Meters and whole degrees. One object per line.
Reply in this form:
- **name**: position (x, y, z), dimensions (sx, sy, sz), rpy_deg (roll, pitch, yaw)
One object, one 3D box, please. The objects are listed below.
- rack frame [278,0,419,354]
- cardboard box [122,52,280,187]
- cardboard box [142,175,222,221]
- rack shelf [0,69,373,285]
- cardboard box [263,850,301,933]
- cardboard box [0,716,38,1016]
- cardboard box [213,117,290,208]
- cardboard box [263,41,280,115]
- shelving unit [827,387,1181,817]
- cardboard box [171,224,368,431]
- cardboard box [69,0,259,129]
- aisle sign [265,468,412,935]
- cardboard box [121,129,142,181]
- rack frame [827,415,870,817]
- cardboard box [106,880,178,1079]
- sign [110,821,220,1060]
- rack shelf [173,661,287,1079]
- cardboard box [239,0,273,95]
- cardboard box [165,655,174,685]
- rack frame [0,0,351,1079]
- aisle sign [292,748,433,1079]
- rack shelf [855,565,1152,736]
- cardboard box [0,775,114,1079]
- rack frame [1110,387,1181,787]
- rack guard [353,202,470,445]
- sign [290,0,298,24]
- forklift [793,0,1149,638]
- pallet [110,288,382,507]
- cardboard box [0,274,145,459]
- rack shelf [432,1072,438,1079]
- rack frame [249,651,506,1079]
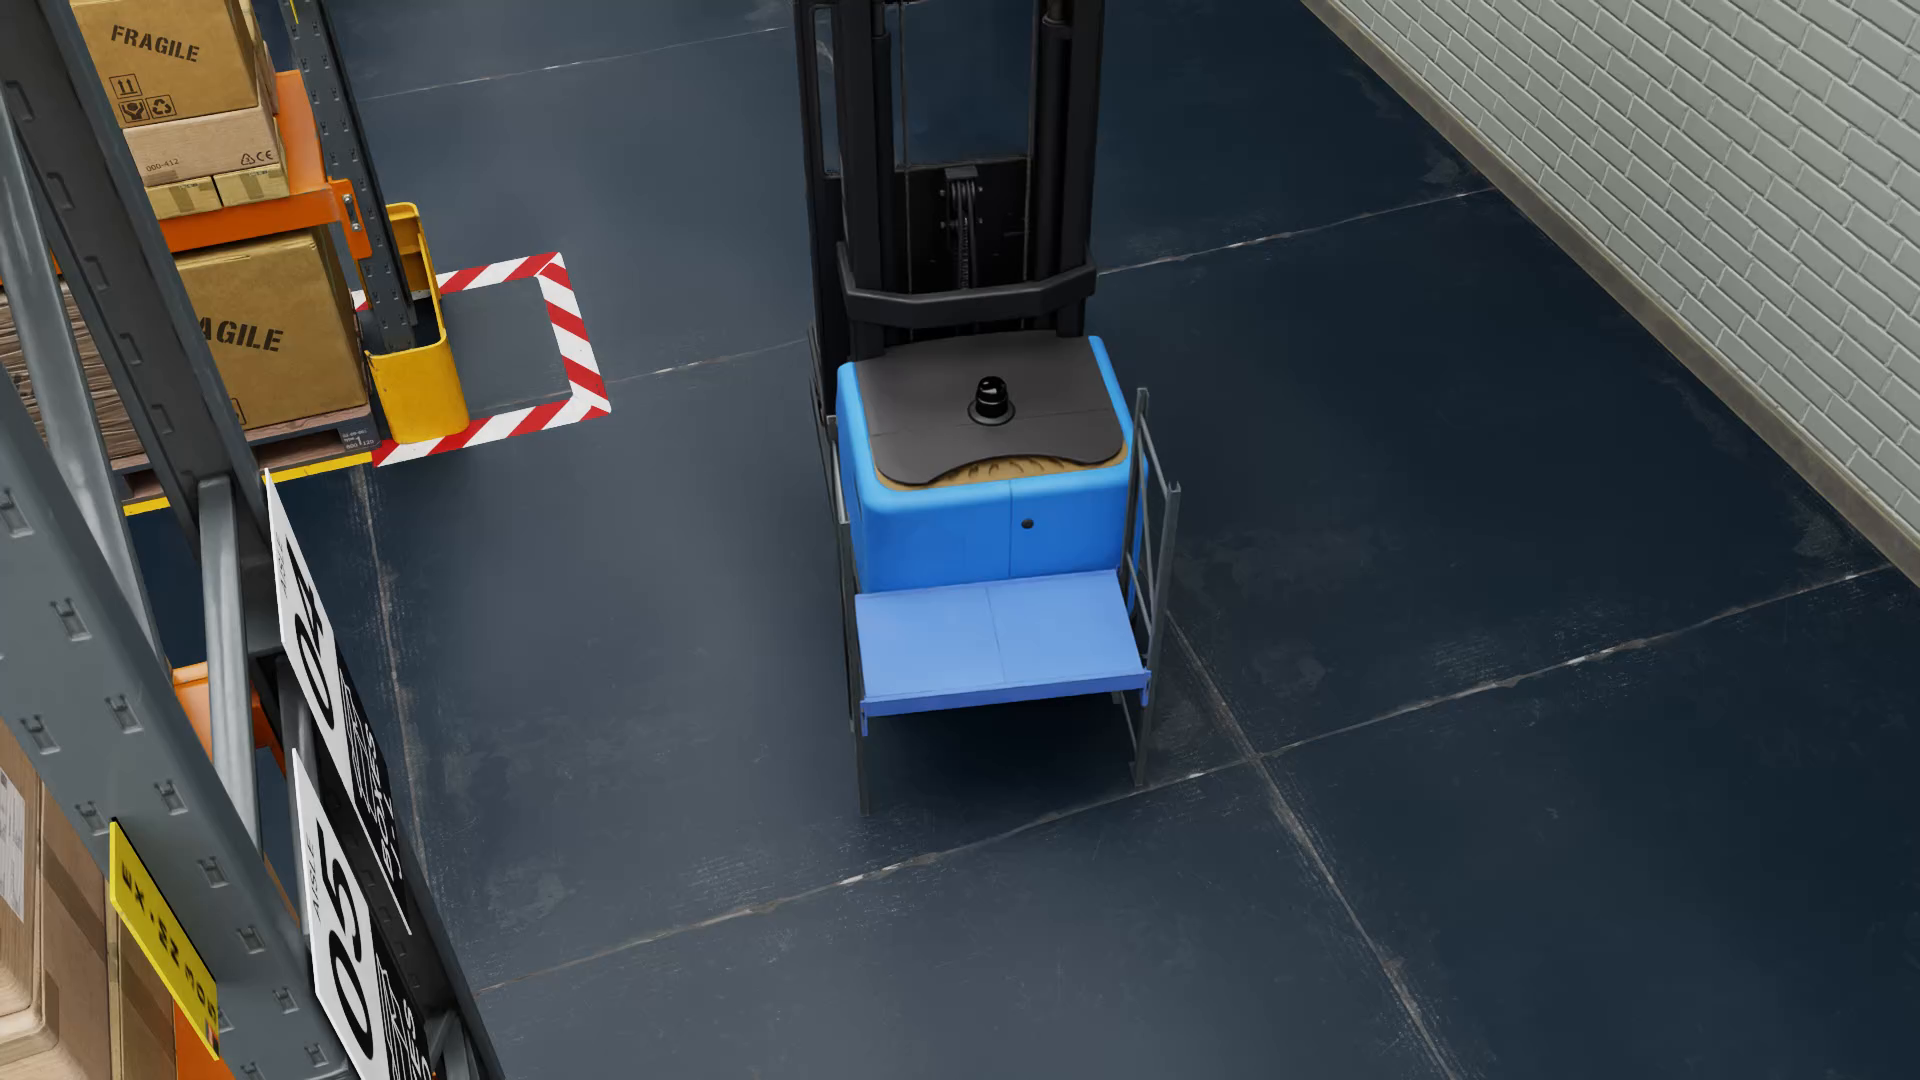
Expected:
- **rack frame**: position (-2.601, -1.900, 6.835), dimensions (0.127, 3.000, 1.000), rpy_deg (-14, 47, -14)
- **cardboard box**: position (-2.967, -1.659, 6.490), dimensions (0.500, 0.250, 0.500), rpy_deg (-15, 47, -14)
- **cardboard box**: position (-3.068, -1.443, 6.557), dimensions (0.250, 0.149, 0.380), rpy_deg (-14, 47, -13)
- **rack shelf**: position (-4.482, -1.165, 6.610), dimensions (4.000, 0.370, 1.077), rpy_deg (-14, 47, -14)
- **cardboard box**: position (-1.525, 0.867, 3.091), dimensions (0.500, 0.500, 0.500), rpy_deg (-15, 47, -14)
- **cardboard box**: position (-1.225, 0.381, 1.915), dimensions (0.250, 0.149, 0.380), rpy_deg (-15, 47, -14)
- **cardboard box**: position (-2.824, -1.506, 6.620), dimensions (0.250, 0.149, 0.380), rpy_deg (-14, 47, -13)
- **cardboard box**: position (-3.047, -1.946, 7.058), dimensions (0.250, 0.149, 0.380), rpy_deg (-14, 47, -13)
- **shelving unit**: position (0.125, 0.255, 5.746), dimensions (1.048, 1.500, 0.538), rpy_deg (-6, 45, -5)
- **cardboard box**: position (-3.176, -1.091, 7.232), dimensions (0.875, 0.875, 0.875), rpy_deg (-14, 47, -14)
- **cardboard box**: position (-2.970, -1.924, 6.226), dimensions (0.500, 0.500, 0.500), rpy_deg (-14, 47, -13)
- **aisle sign**: position (-1.045, 0.294, 2.813), dimensions (0.004, 0.787, 0.394), rpy_deg (-14, 47, -14)
- **cardboard box**: position (-3.444, -1.537, 6.369), dimensions (0.500, 0.250, 0.500), rpy_deg (-15, 47, -15)
- **rack frame**: position (-0.379, 0.304, 5.698), dimensions (0.032, 1.500, 0.500), rpy_deg (-6, 45, -5)
- **cardboard box**: position (-1.350, 0.709, 2.223), dimensions (0.500, 0.250, 0.500), rpy_deg (-15, 47, -15)
- **sign**: position (-0.843, 0.432, 1.768), dimensions (0.005, 0.325, 0.100), rpy_deg (-14, 47, -14)
- **rack shelf**: position (-2.893, 1.105, 2.230), dimensions (4.000, 0.370, 1.077), rpy_deg (-14, 47, -14)
- **cardboard box**: position (-3.144, -2.016, 6.847), dimensions (0.500, 0.250, 0.500), rpy_deg (-16, 47, -15)
- **cardboard box**: position (-1.521, 0.361, 2.570), dimensions (0.500, 0.250, 0.500), rpy_deg (-13, 46, -12)
- **rack frame**: position (-1.012, -0.689, 1.393), dimensions (0.127, 3.000, 1.000), rpy_deg (-14, 47, -14)
- **aisle sign**: position (-0.842, 0.693, 2.415), dimensions (0.004, 0.787, 0.394), rpy_deg (-14, 47, -14)
- **rack shelf**: position (0.125, 0.382, 5.874), dimensions (1.000, 0.185, 0.538), rpy_deg (-6, 45, -5)
- **cardboard box**: position (-1.359, 0.527, 2.052), dimensions (0.500, 0.250, 0.500), rpy_deg (-16, 47, -15)
- **rack frame**: position (0.628, 0.206, 5.795), dimensions (0.032, 1.500, 0.500), rpy_deg (-6, 45, -5)
- **rack guard**: position (-2.579, -1.023, 7.726), dimensions (0.348, 0.500, 1.175), rpy_deg (-14, 47, -14)
- **sign**: position (-2.430, -2.027, 5.977), dimensions (0.005, 0.325, 0.100), rpy_deg (-14, 47, -14)
- **forklift**: position (-0.077, -1.496, 6.481), dimensions (1.130, 2.935, 3.031), rpy_deg (-7, 46, -7)
- **pallet**: position (-3.327, -0.671, 7.579), dimensions (1.213, 0.211, 1.003), rpy_deg (-14, 47, -14)
- **cardboard box**: position (-4.032, -0.872, 7.014), dimensions (0.875, 0.875, 0.875), rpy_deg (-14, 47, -14)
- **rack shelf**: position (-2.893, 2.164, 3.293), dimensions (4.000, 0.370, 1.077), rpy_deg (-14, 47, -14)
- **rack frame**: position (-1.012, 1.429, 3.517), dimensions (0.127, 3.000, 1.000), rpy_deg (-14, 47, -14)
